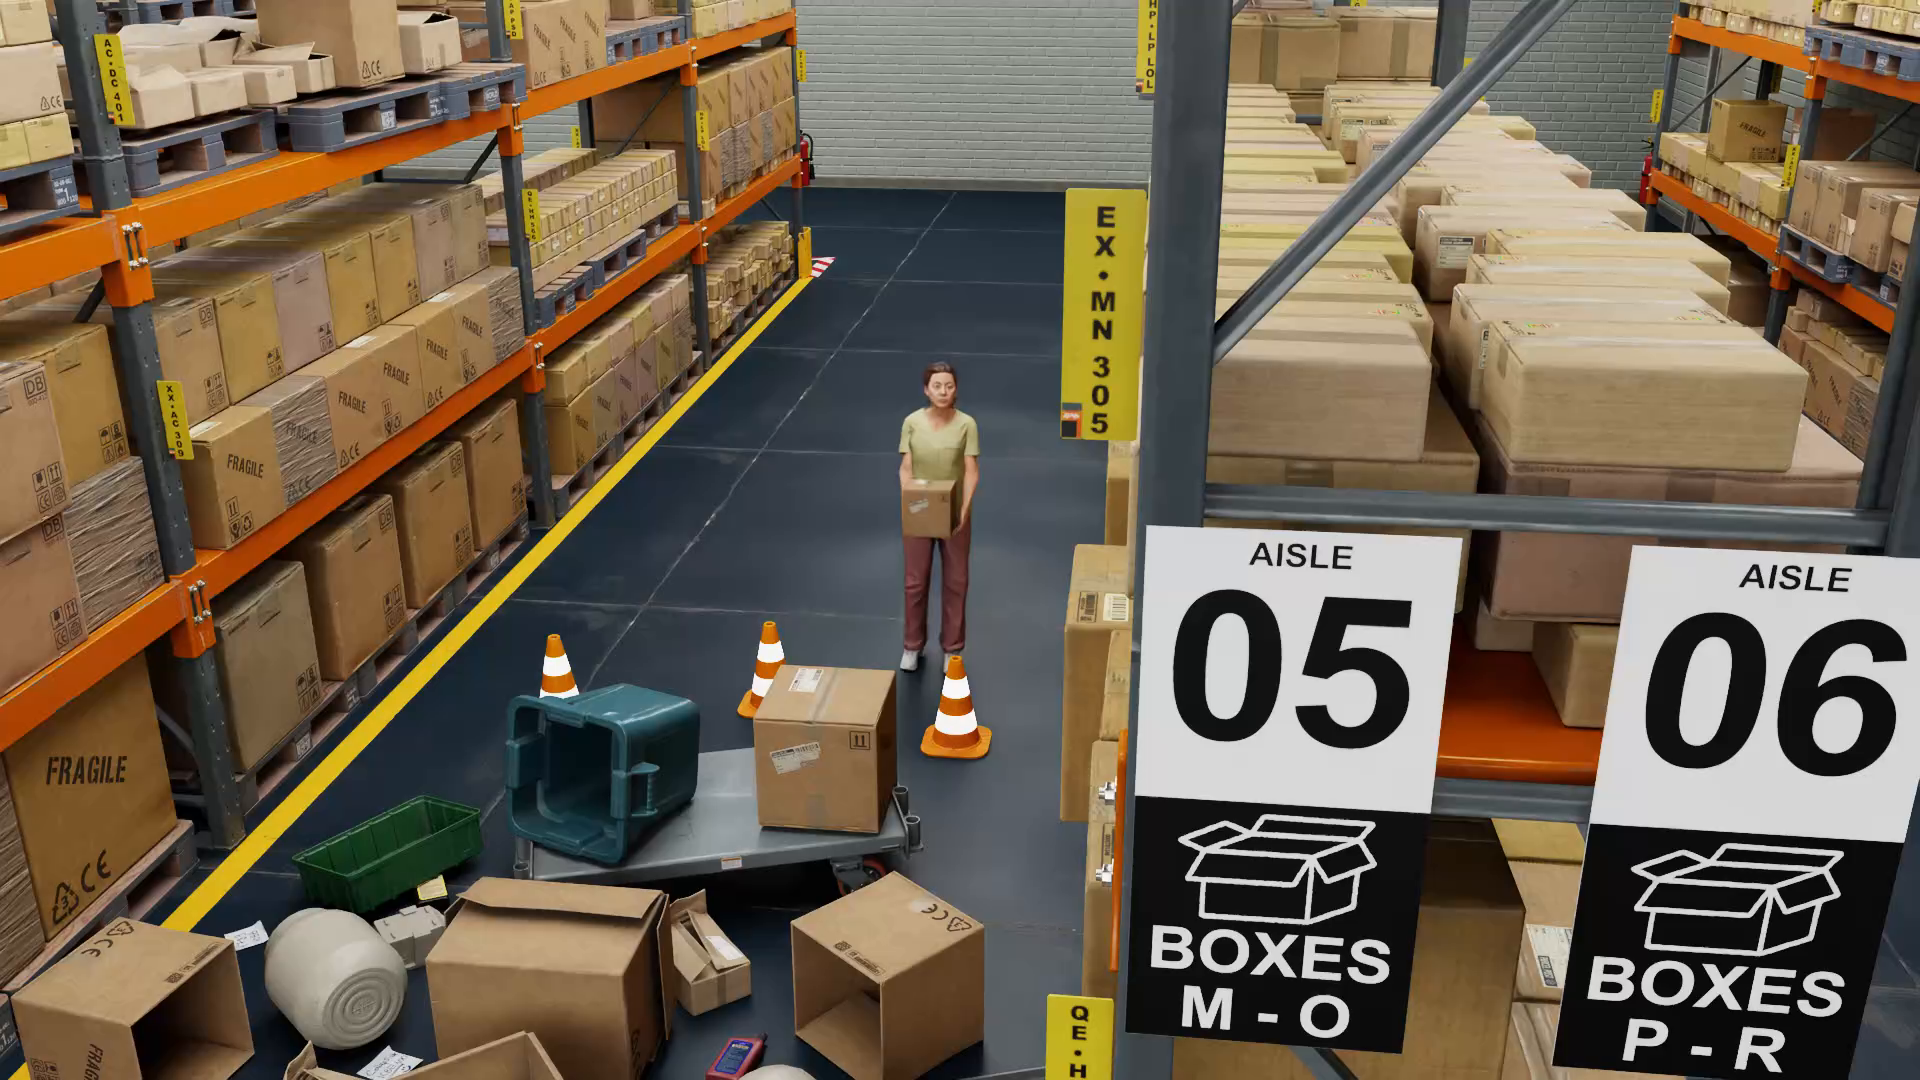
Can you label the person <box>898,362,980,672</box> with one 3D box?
[{"bbox_3d":[-0.110,-0.101,8.856,0.438,1.665,0.543,0,21,-1],"label":"person"}]
